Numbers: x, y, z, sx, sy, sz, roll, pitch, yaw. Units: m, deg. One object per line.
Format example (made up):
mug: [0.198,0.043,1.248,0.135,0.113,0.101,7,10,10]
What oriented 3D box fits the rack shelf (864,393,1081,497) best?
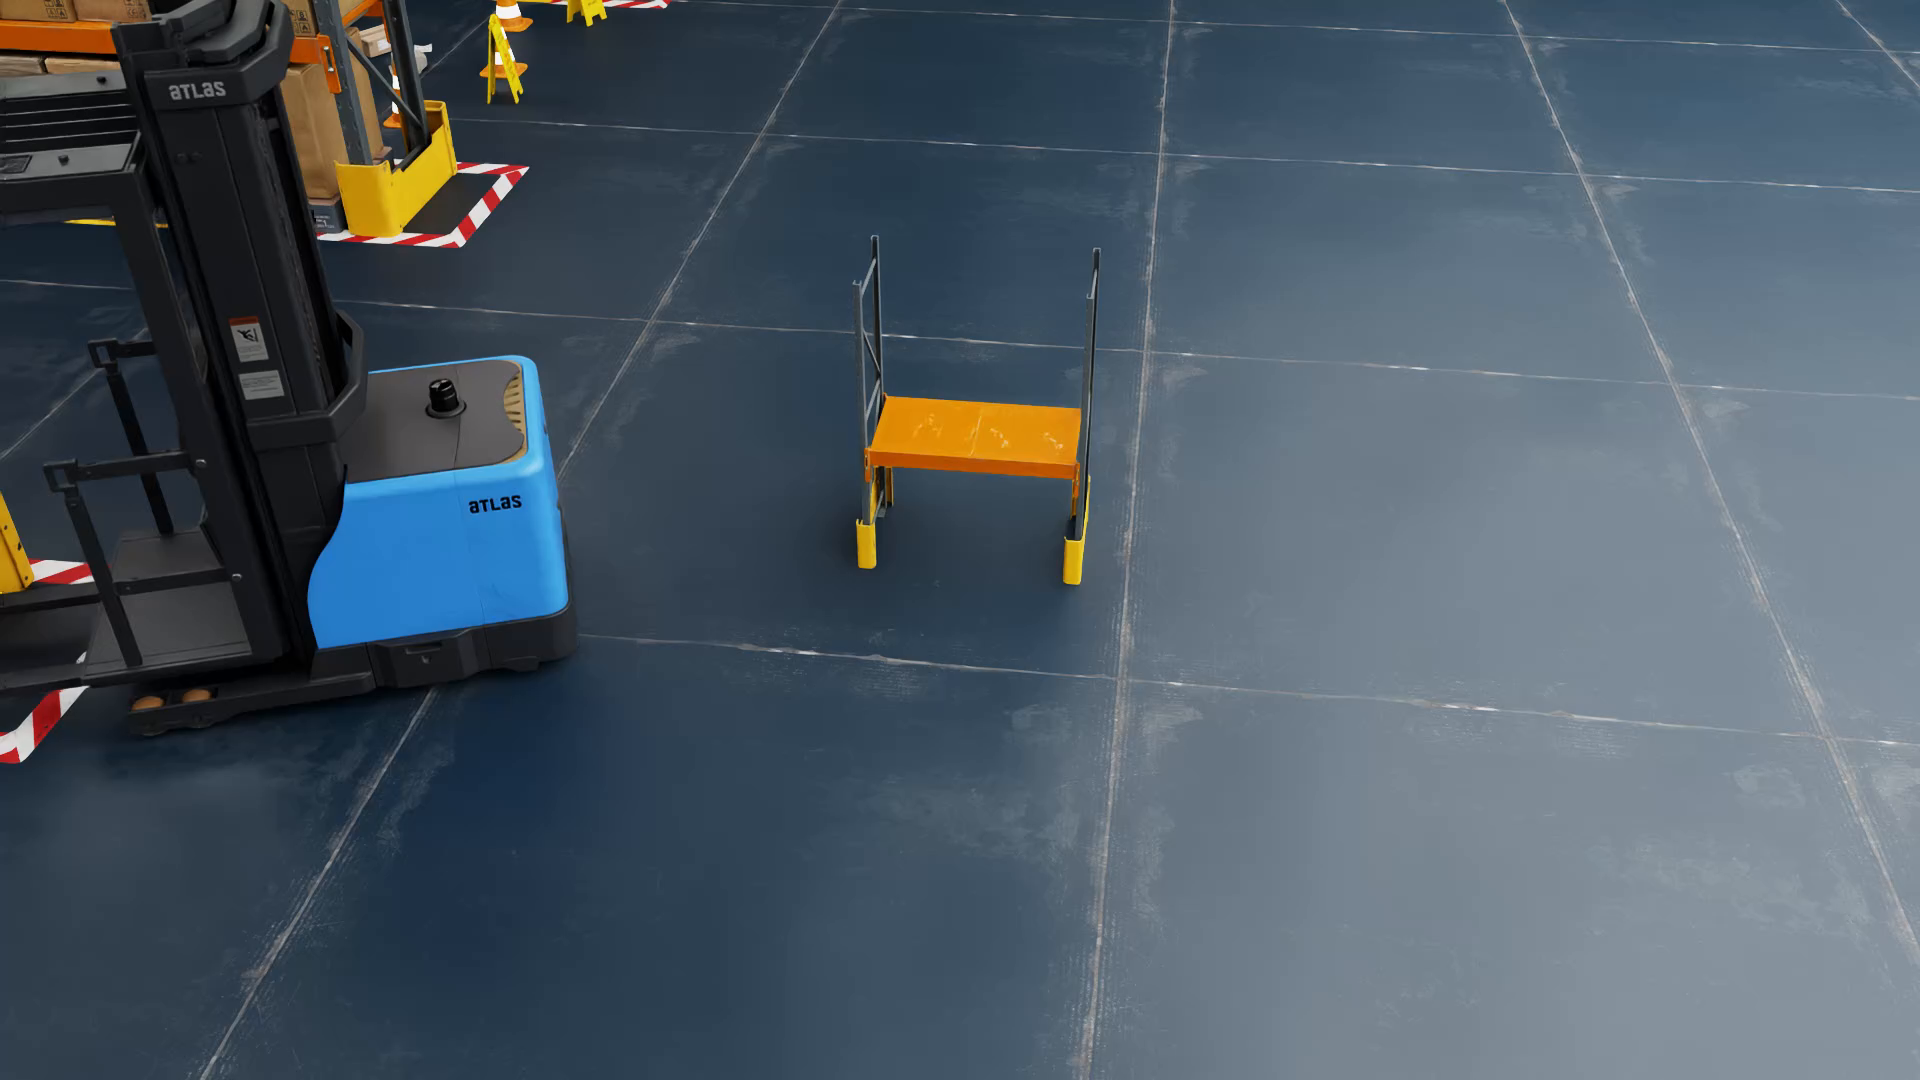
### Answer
rack shelf: [0.085,-0.458,7.910,1.000,0.185,0.538,4,36,6]

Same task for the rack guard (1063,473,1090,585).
rack guard: [0.570,-0.059,8.118,0.087,0.250,0.587,4,36,6]

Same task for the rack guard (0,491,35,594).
rack guard: [-4.683,0.281,7.425,0.348,0.500,1.175,4,36,6]

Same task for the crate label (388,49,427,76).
crate label: [-4.528,-3.922,13.627,0.298,0.136,0.250,-14,38,-18]

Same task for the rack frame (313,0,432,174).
rack frame: [-3.876,-3.581,10.685,0.127,3.000,1.000,4,36,6]

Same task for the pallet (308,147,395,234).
pallet: [-4.679,-2.460,11.515,1.213,0.211,1.003,4,36,6]

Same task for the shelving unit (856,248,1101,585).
shelving unit: [0.076,-0.605,7.806,1.083,1.500,0.587,4,36,6]

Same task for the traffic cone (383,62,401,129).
traffic cone: [-4.222,-3.406,12.624,0.334,0.463,0.336,4,36,6]

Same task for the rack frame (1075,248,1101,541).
rack frame: [0.589,-0.567,7.753,0.032,1.500,0.500,4,36,6]

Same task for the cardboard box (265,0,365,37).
cardboard box: [-4.249,-3.643,10.644,0.550,0.550,0.875,4,36,6]

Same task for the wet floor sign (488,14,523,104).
wet floor sign: [-3.595,-3.761,12.965,0.232,0.644,0.267,-2,36,-2]

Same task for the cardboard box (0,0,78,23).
cardboard box: [-5.868,-3.801,10.864,0.500,0.550,0.875,4,36,6]

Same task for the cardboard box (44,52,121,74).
cardboard box: [-5.430,-2.963,11.287,0.875,0.875,0.875,4,36,5]

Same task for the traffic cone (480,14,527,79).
traffic cone: [-3.740,-4.032,13.501,0.334,0.463,0.336,4,36,6]

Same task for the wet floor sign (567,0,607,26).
wet floor sign: [-3.293,-4.852,14.492,0.232,0.644,0.267,17,39,22]

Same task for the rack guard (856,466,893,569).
rack guard: [-0.418,-0.133,8.221,0.087,0.250,0.587,4,36,6]

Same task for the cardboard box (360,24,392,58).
cardboard box: [-4.902,-4.213,14.025,0.250,0.149,0.380,24,42,30]

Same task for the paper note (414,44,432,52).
paper note: [-4.537,-4.155,14.046,0.142,0.019,0.148,-7,36,-10]

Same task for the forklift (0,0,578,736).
forklift: [-3.290,-0.700,6.708,3.031,2.935,1.130,-8,36,-11]

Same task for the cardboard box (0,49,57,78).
cardboard box: [-6.334,-3.032,11.383,0.875,0.875,0.875,5,36,6]

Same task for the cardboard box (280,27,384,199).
cardboard box: [-4.557,-2.899,11.197,0.875,0.875,0.875,4,36,6]

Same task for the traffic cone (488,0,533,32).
traffic cone: [-3.936,-4.696,14.432,0.334,0.463,0.336,4,36,6]

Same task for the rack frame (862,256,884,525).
rack frame: [-0.419,-0.643,7.859,0.013,1.308,0.475,4,36,6]

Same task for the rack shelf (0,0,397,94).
rack shelf: [-5.859,-3.436,11.102,4.000,0.370,1.077,4,36,6]

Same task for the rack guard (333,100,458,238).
rack guard: [-3.852,-2.562,11.409,0.348,0.500,1.175,4,36,6]

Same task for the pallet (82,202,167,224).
pallet: [-5.885,-2.552,11.644,1.213,0.211,1.003,4,36,6]
